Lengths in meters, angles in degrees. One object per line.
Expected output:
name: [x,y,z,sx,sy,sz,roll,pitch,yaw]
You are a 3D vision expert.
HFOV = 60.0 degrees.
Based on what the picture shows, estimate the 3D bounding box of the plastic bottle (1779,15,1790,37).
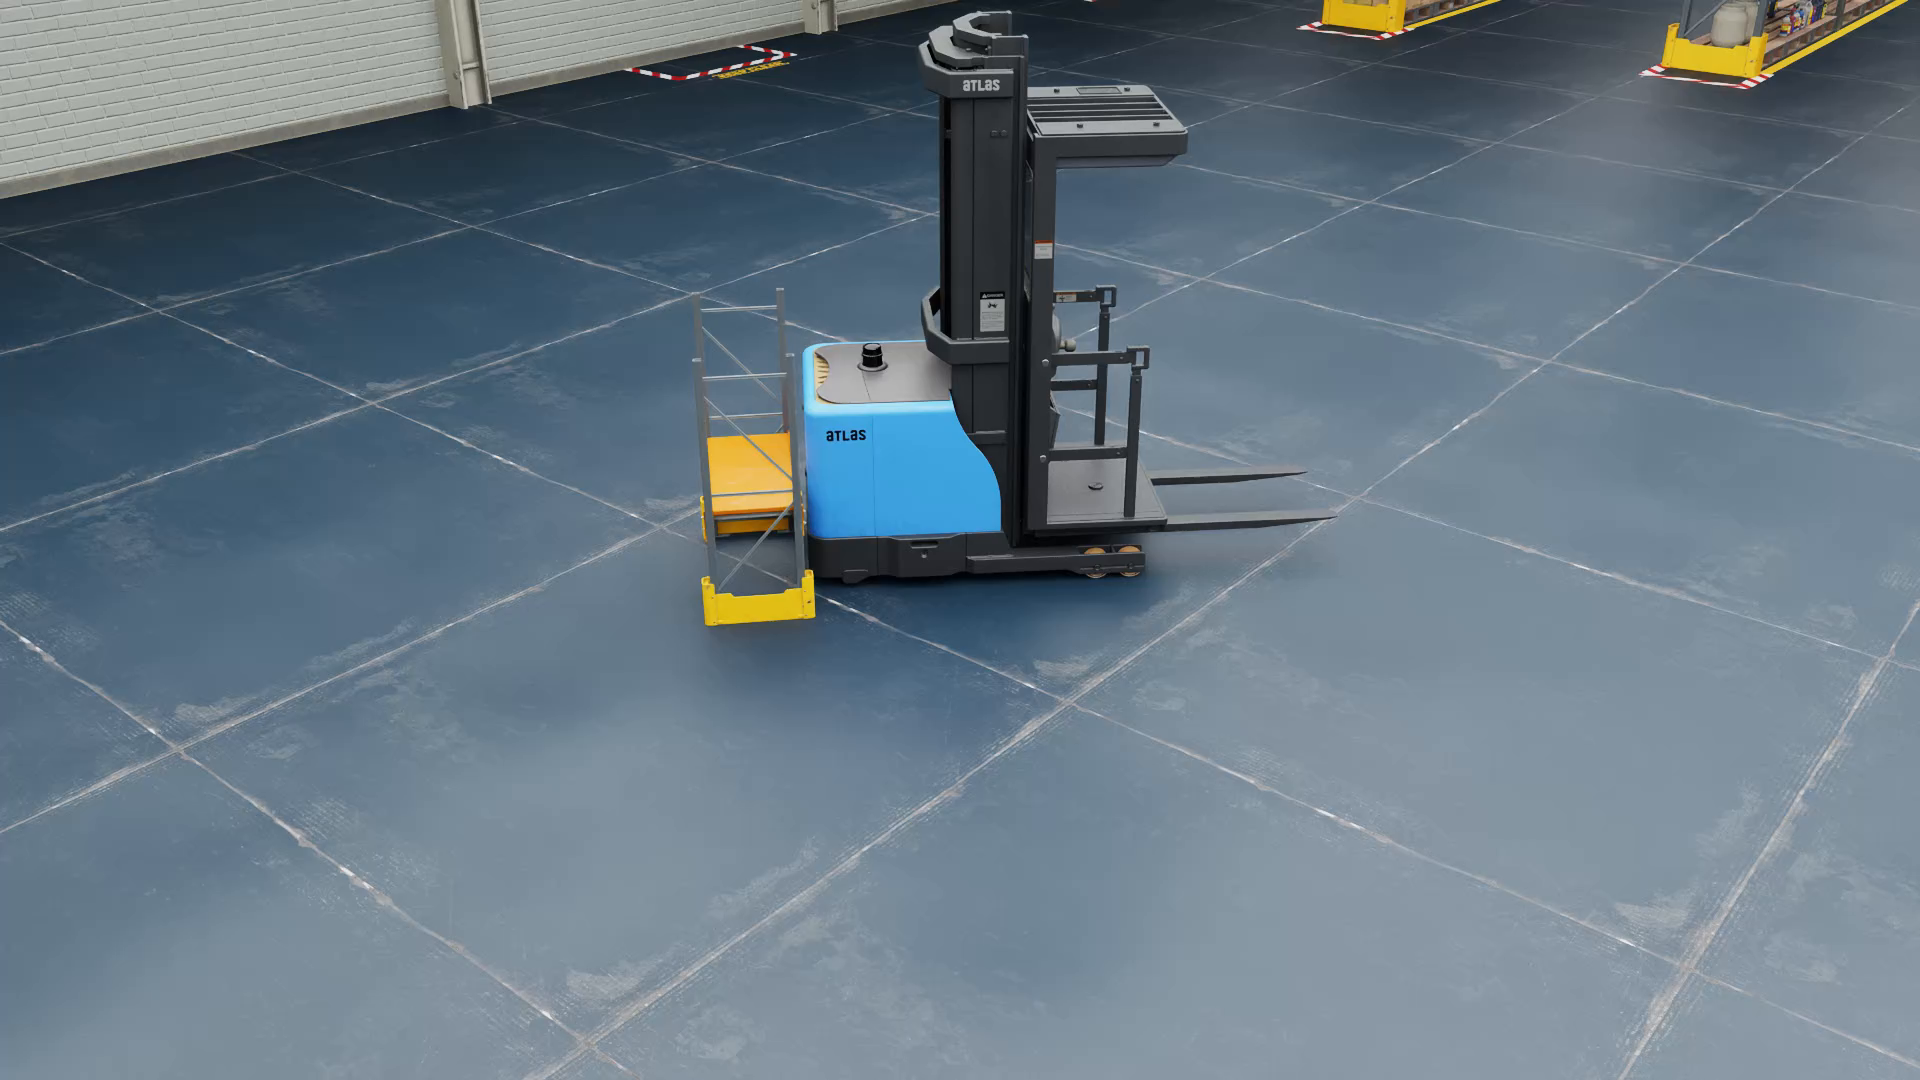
plastic bottle: [11.077,-6.904,22.321,0.097,0.271,0.097,0,27,0]

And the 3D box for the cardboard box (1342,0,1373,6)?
cardboard box: [5.977,-8.059,24.599,0.500,0.250,0.500,21,34,34]

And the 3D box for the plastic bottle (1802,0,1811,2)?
plastic bottle: [11.929,-7.535,23.455,0.144,0.351,0.185,21,34,34]

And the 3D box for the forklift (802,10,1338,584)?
forklift: [0.628,-1.329,9.129,3.031,2.935,1.130,-2,27,-5]

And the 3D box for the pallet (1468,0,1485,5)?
pallet: [7.870,-8.727,26.390,1.003,0.211,1.213,21,34,34]

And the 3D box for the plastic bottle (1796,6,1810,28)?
plastic bottle: [11.607,-7.220,22.928,0.152,0.276,0.135,21,34,35]

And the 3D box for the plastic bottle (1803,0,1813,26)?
plastic bottle: [11.713,-7.310,23.020,0.144,0.351,0.185,21,34,34]

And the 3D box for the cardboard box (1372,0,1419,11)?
cardboard box: [6.376,-7.908,24.306,0.500,0.250,0.500,21,34,34]

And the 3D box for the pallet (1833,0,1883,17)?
pallet: [13.473,-8.272,25.510,1.003,0.211,1.213,21,34,34]

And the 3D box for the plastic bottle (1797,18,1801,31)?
plastic bottle: [11.422,-7.065,22.708,0.097,0.201,0.097,0,27,0]

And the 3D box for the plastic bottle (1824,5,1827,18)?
plastic bottle: [12.237,-7.519,23.587,0.097,0.201,0.097,0,27,0]

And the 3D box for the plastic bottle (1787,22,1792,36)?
plastic bottle: [11.143,-6.909,22.408,0.097,0.201,0.097,0,27,0]

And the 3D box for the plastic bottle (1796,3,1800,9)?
plastic bottle: [11.617,-7.301,23.076,0.061,0.283,0.133,21,34,34]

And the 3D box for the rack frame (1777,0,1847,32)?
rack frame: [12.228,-8.786,23.470,1.000,3.000,0.127,21,34,34]

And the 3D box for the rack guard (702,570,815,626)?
rack guard: [-1.074,0.308,8.881,0.587,0.250,0.087,-4,28,-7]

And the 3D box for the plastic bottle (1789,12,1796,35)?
plastic bottle: [11.235,-6.984,22.463,0.061,0.283,0.133,21,34,35]

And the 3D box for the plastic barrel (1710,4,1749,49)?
plastic barrel: [10.043,-6.705,21.698,0.421,0.512,0.421,0,27,0]

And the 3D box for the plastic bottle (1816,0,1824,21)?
plastic bottle: [12.040,-7.493,23.373,0.144,0.351,0.185,20,33,33]

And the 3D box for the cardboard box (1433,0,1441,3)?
cardboard box: [7.010,-8.263,24.994,0.500,0.250,0.500,21,34,34]

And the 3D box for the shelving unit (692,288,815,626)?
shelving unit: [-1.146,-0.473,9.032,0.587,1.500,1.083,-4,28,-7]

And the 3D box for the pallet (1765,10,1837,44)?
pallet: [11.768,-7.322,23.674,1.003,0.211,1.213,21,34,34]

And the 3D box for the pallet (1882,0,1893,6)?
pallet: [14.249,-8.703,26.343,1.003,0.211,1.213,21,34,34]

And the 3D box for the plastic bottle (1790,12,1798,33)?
plastic bottle: [11.295,-7.025,22.556,0.097,0.271,0.097,0,27,0]

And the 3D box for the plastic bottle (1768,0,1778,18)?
plastic bottle: [11.505,-7.598,23.577,0.144,0.351,0.185,21,34,34]

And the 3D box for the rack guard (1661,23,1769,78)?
rack guard: [9.695,-6.299,21.381,1.175,0.500,0.348,21,34,34]

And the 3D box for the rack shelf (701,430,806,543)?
rack shelf: [-1.145,-0.309,9.106,0.538,0.185,1.000,-4,28,-7]

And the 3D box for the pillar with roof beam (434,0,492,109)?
pillar with roof beam: [-2.494,-7.916,15.259,9.100,9.000,0.400,21,34,34]

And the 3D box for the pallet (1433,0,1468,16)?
pallet: [7.094,-8.293,25.550,1.003,0.211,1.213,21,34,34]

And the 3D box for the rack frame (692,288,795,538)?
rack frame: [-1.218,-0.700,9.470,0.500,1.500,0.032,-4,28,-7]

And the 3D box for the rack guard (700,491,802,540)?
rack guard: [-1.217,-0.145,9.757,0.587,0.250,0.087,-4,28,-7]

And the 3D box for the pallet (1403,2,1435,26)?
pallet: [6.318,-7.862,24.718,1.003,0.211,1.213,21,34,34]

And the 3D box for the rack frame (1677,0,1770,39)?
rack frame: [9.683,-7.368,20.728,1.000,3.000,0.127,21,34,34]

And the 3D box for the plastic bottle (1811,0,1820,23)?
plastic bottle: [11.918,-7.425,23.242,0.144,0.351,0.185,19,33,32]

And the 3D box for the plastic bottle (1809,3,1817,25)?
plastic bottle: [11.847,-7.325,23.122,0.061,0.283,0.133,23,35,38]

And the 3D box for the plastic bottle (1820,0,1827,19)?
plastic bottle: [12.176,-7.508,23.477,0.061,0.283,0.133,23,35,37]

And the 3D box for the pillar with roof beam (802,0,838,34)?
pillar with roof beam: [1.322,-10.044,19.371,9.100,9.000,0.400,21,34,34]

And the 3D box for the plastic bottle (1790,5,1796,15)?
plastic bottle: [11.524,-7.255,22.986,0.061,0.283,0.133,21,34,34]

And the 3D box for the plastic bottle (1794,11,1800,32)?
plastic bottle: [11.359,-7.060,22.624,0.097,0.271,0.097,0,27,0]

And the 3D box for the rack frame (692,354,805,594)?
rack frame: [-1.072,-0.238,8.577,0.500,1.500,0.032,-4,28,-7]

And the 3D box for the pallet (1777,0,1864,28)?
pallet: [12.697,-7.838,24.671,1.003,0.211,1.213,21,34,34]

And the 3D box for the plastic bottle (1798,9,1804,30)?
plastic bottle: [11.488,-7.132,22.763,0.097,0.271,0.097,0,27,0]

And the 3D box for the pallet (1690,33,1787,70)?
pallet: [10.216,-6.457,22.001,1.003,0.211,1.213,21,34,34]

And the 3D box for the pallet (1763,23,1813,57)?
pallet: [10.993,-6.887,22.834,1.003,0.211,1.213,21,34,34]

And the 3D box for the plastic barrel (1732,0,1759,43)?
plastic barrel: [10.362,-6.883,22.041,0.421,0.512,0.421,0,27,0]

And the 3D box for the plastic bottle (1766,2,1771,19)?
plastic bottle: [11.395,-7.518,23.509,0.097,0.271,0.097,0,27,0]

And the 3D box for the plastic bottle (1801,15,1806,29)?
plastic bottle: [11.553,-7.137,22.849,0.097,0.201,0.097,0,27,0]

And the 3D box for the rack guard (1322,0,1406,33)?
rack guard: [5.848,-7.698,24.087,1.175,0.500,0.348,21,34,34]

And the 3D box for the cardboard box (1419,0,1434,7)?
cardboard box: [6.692,-8.086,24.651,0.500,0.250,0.500,21,34,34]

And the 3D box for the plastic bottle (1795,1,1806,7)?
plastic bottle: [11.788,-7.426,23.325,0.152,0.276,0.135,21,34,34]
